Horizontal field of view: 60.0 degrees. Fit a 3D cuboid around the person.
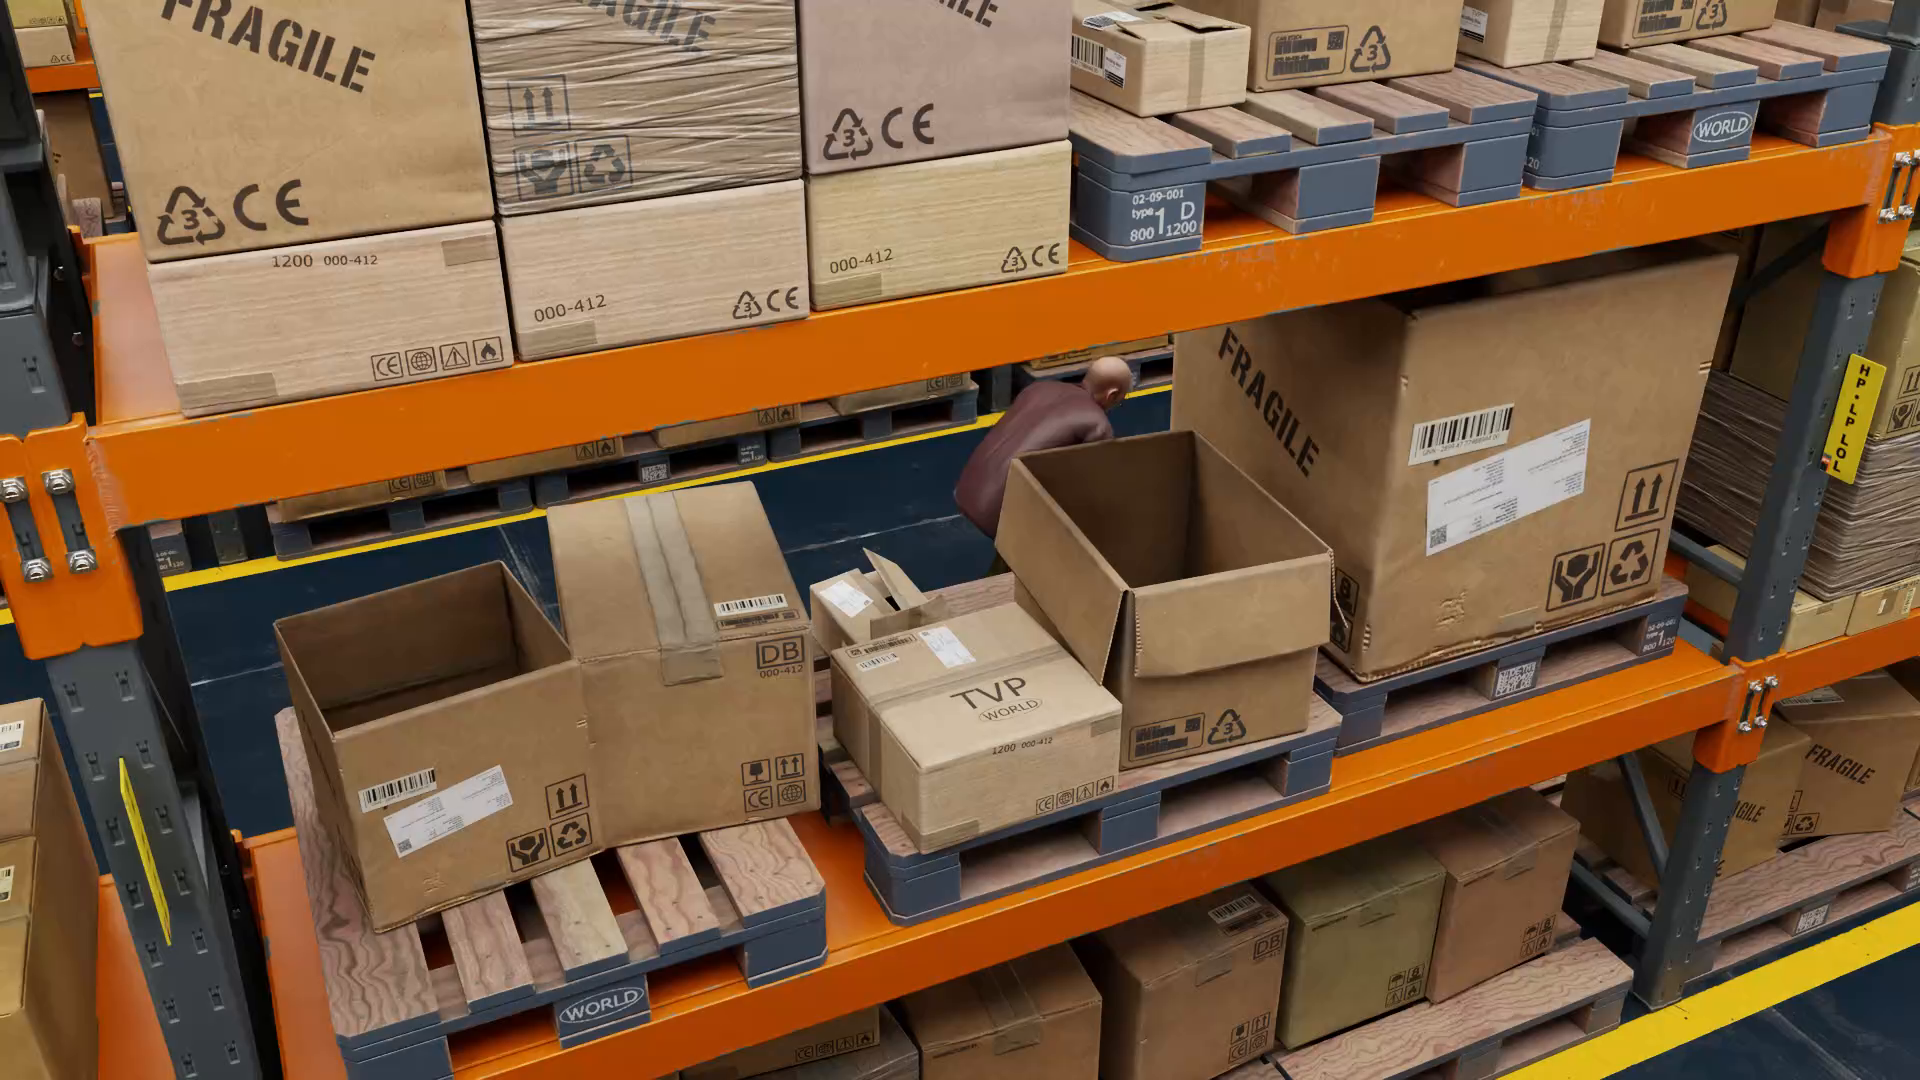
[{"bbox_3d":[0.374,-0.202,7.179,0.855,1.125,0.619,-13,32,-22],"label":"person"}]
